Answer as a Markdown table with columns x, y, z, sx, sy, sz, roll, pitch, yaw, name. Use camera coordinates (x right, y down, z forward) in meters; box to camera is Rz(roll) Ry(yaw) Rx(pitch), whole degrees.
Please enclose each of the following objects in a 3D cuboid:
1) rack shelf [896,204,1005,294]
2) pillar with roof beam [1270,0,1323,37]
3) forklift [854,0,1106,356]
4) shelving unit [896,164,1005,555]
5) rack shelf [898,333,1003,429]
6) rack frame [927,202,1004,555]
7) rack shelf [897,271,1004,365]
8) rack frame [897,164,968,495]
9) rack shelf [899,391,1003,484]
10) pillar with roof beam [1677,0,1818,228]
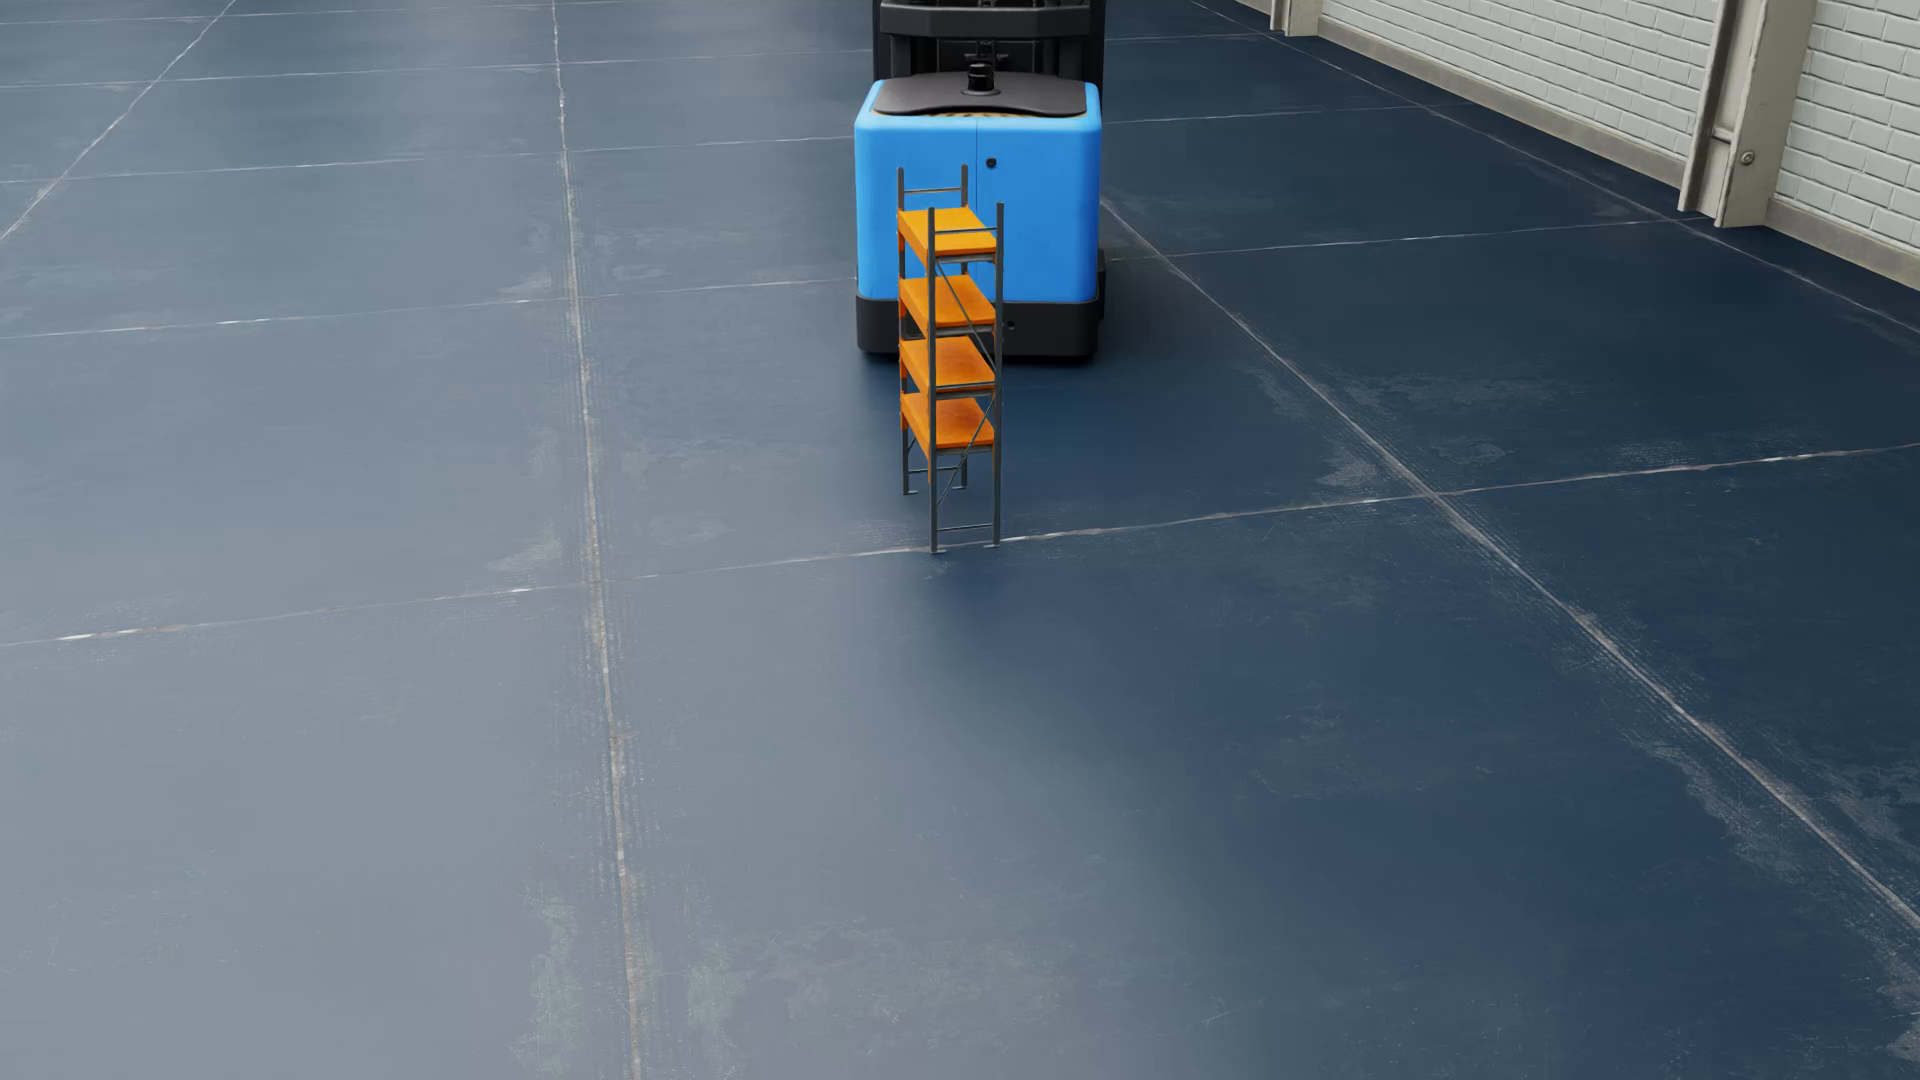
| x | y | z | sx | sy | sz | roll | pitch | yaw | name |
| --- | --- | --- | --- | --- | --- | --- | --- | --- | --- |
| -0.037 | -0.959 | 5.447 | 0.258 | 0.148 | 0.480 | -6 | 27 | -12 | rack shelf |
| -1.259 | -8.035 | 11.681 | 9.100 | 9.000 | 0.400 | -6 | 27 | -12 | pillar with roof beam |
| 0.147 | -2.725 | 7.896 | 1.130 | 2.935 | 3.031 | 1 | 27 | 3 | forklift |
| -0.037 | -0.608 | 5.624 | 0.258 | 1.200 | 0.503 | -6 | 27 | -12 | shelving unit |
| -0.037 | -0.548 | 5.654 | 0.258 | 0.148 | 0.480 | -6 | 27 | -12 | rack shelf |
| 0.018 | -0.501 | 5.411 | 0.240 | 1.200 | 0.015 | -6 | 27 | -12 | rack frame |
| -0.037 | -0.748 | 5.553 | 0.258 | 0.148 | 0.480 | -6 | 27 | -12 | rack shelf |
| -0.092 | -0.715 | 5.836 | 0.240 | 1.200 | 0.015 | -6 | 27 | -12 | rack frame |
| -0.037 | -0.371 | 5.743 | 0.258 | 0.148 | 0.480 | -6 | 27 | -12 | rack shelf |
| 0.093 | -5.401 | 6.463 | 9.100 | 9.000 | 0.400 | -6 | 27 | -12 | pillar with roof beam |
